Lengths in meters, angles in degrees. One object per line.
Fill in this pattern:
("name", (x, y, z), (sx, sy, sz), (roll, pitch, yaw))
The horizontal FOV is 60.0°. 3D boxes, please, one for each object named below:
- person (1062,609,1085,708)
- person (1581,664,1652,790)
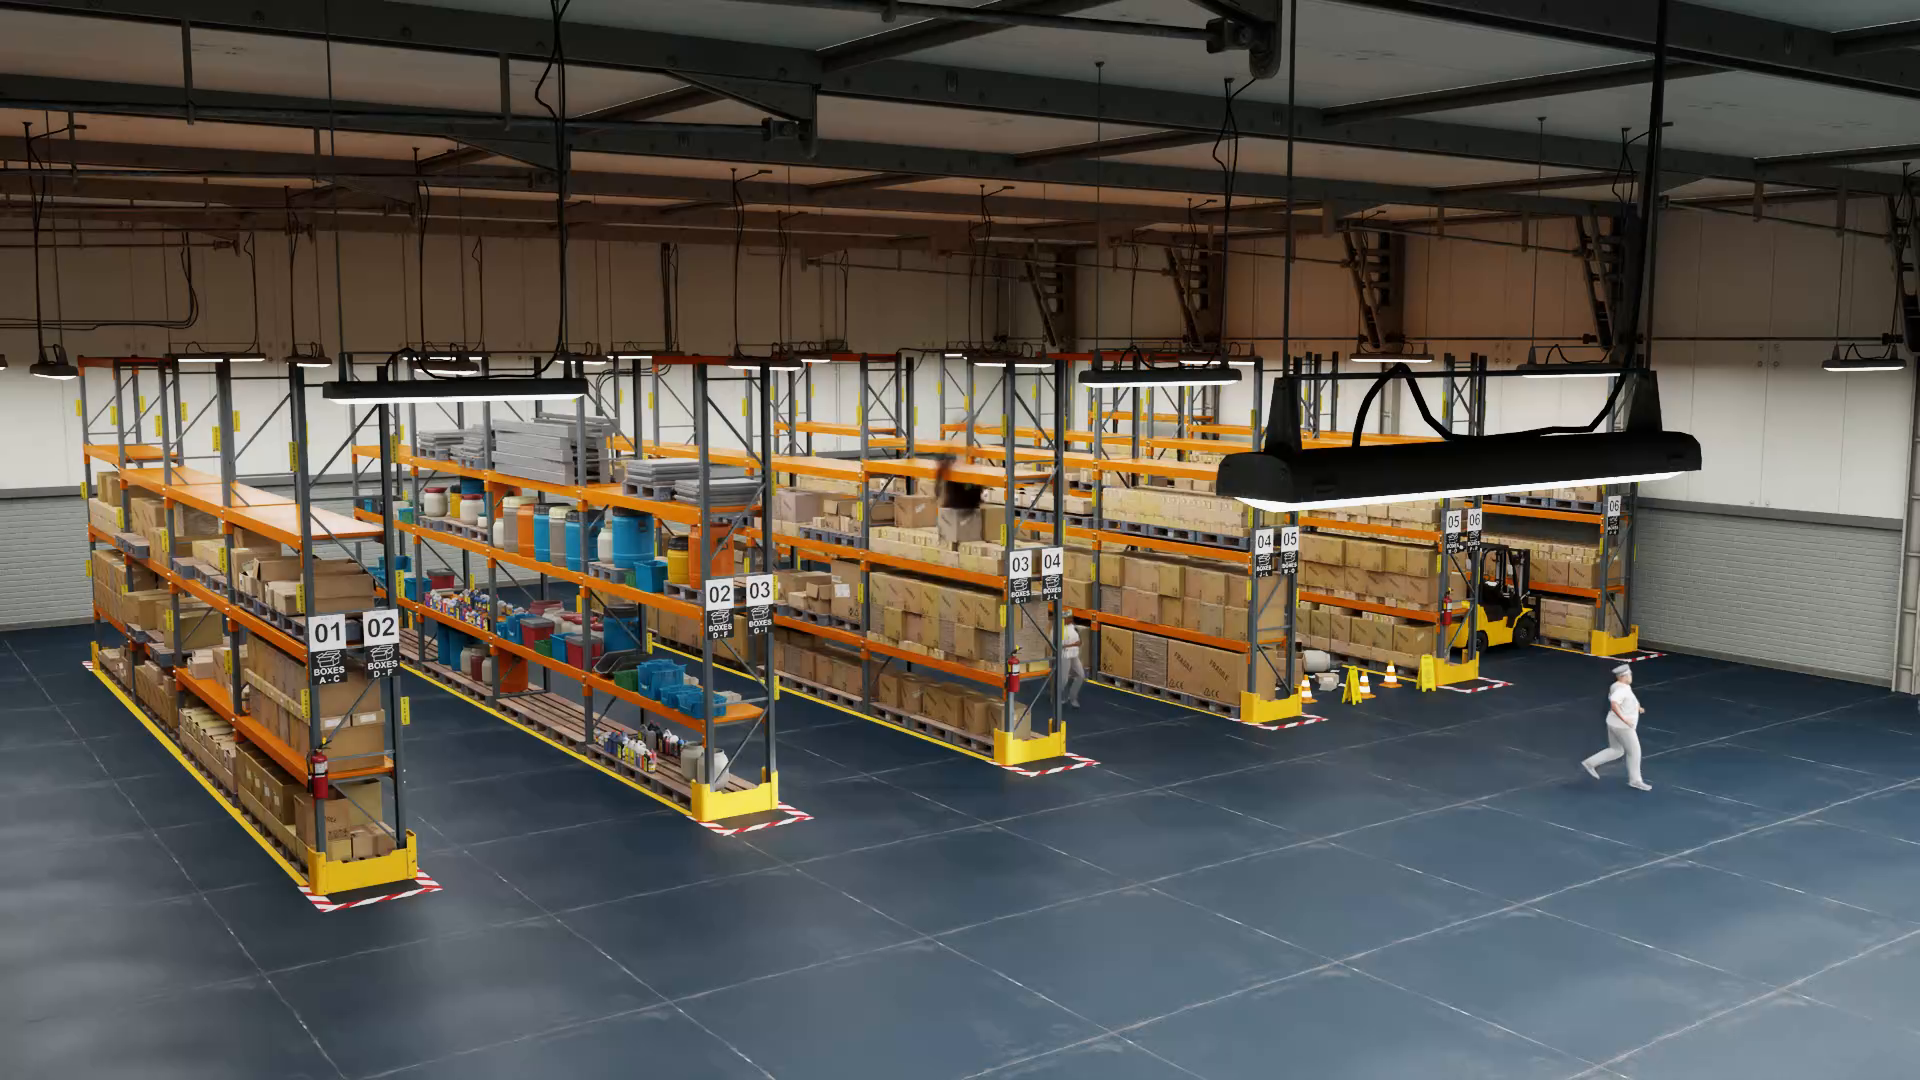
("person", (1.888, 2.042, 28.555), (0.665, 1.742, 0.553), (7, 10, 44))
("person", (9.285, 2.629, 23.412), (0.951, 1.786, 0.664), (0, 7, 4))
